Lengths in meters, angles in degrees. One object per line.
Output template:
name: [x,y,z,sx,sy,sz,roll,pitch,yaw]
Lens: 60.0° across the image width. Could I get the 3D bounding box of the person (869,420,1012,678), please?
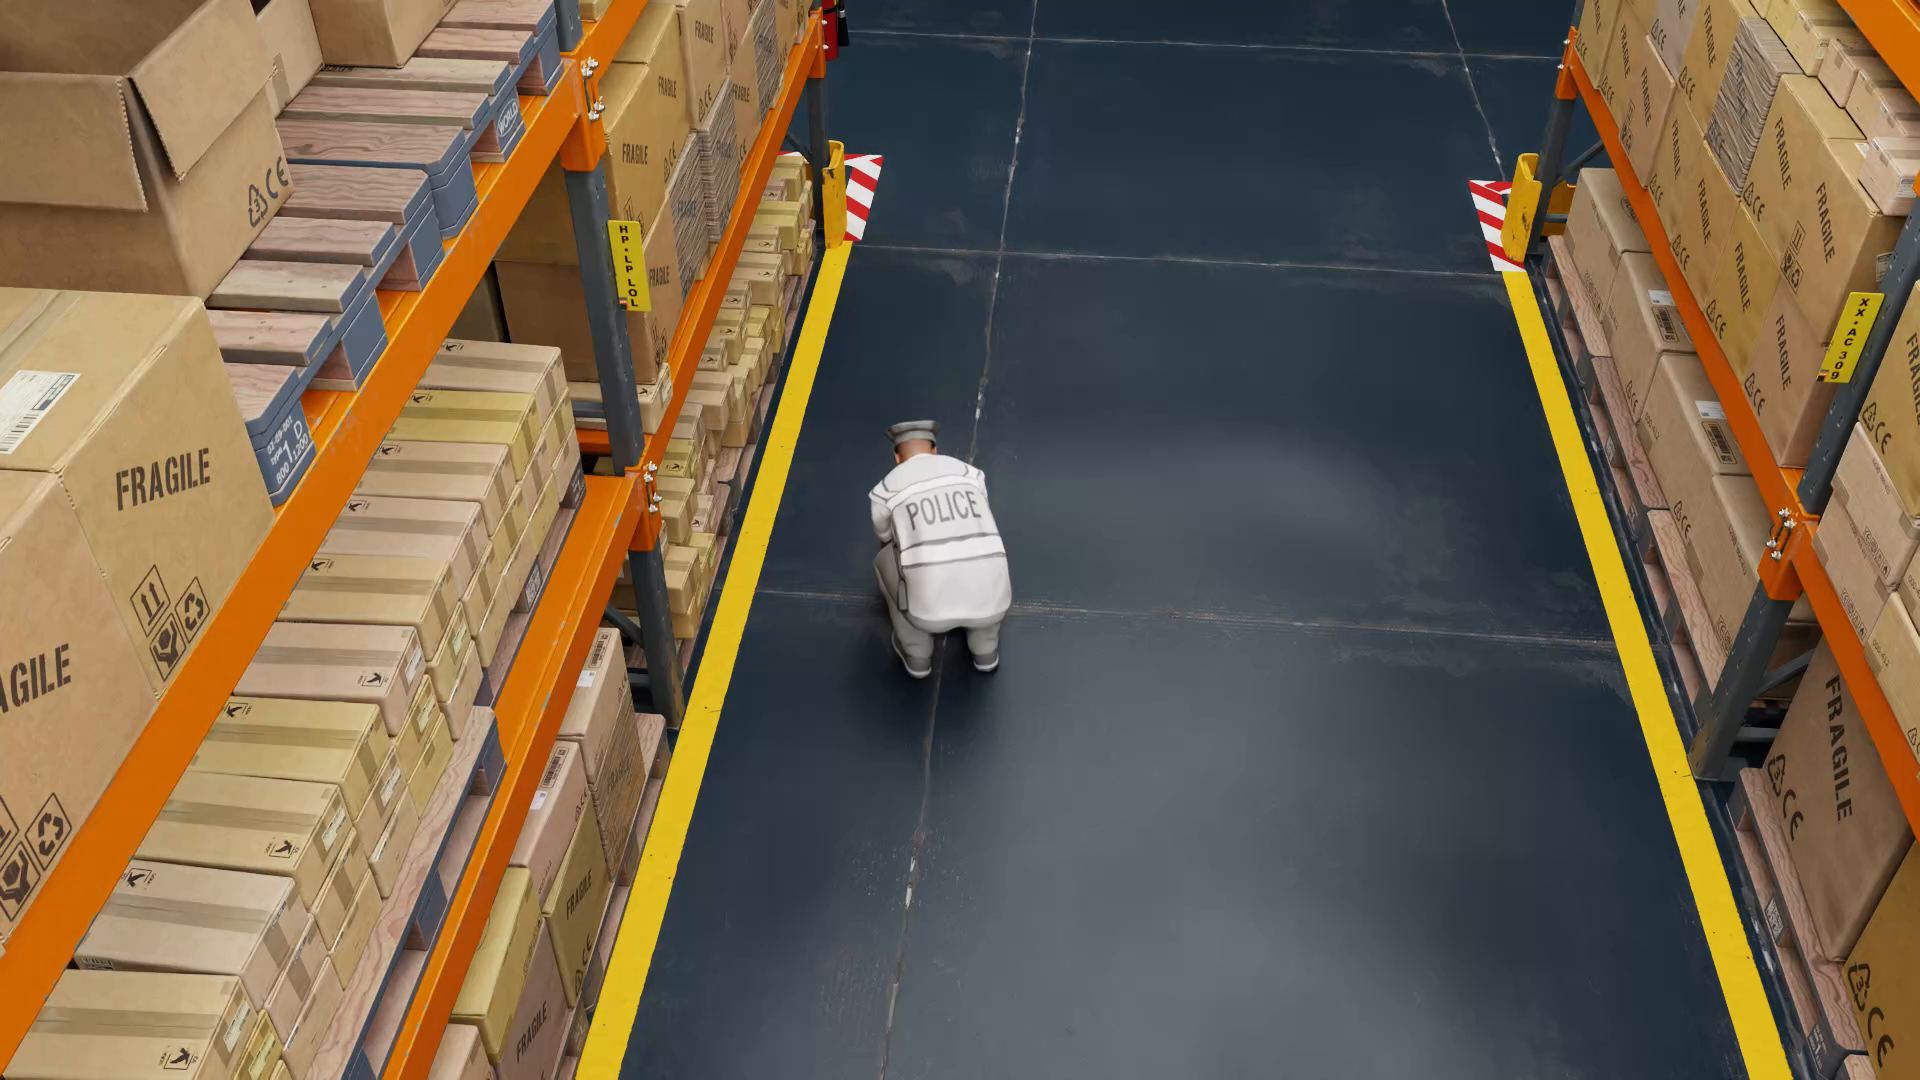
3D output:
person: [-0.087,0.064,6.865,0.541,0.877,1.001,-6,40,-7]
